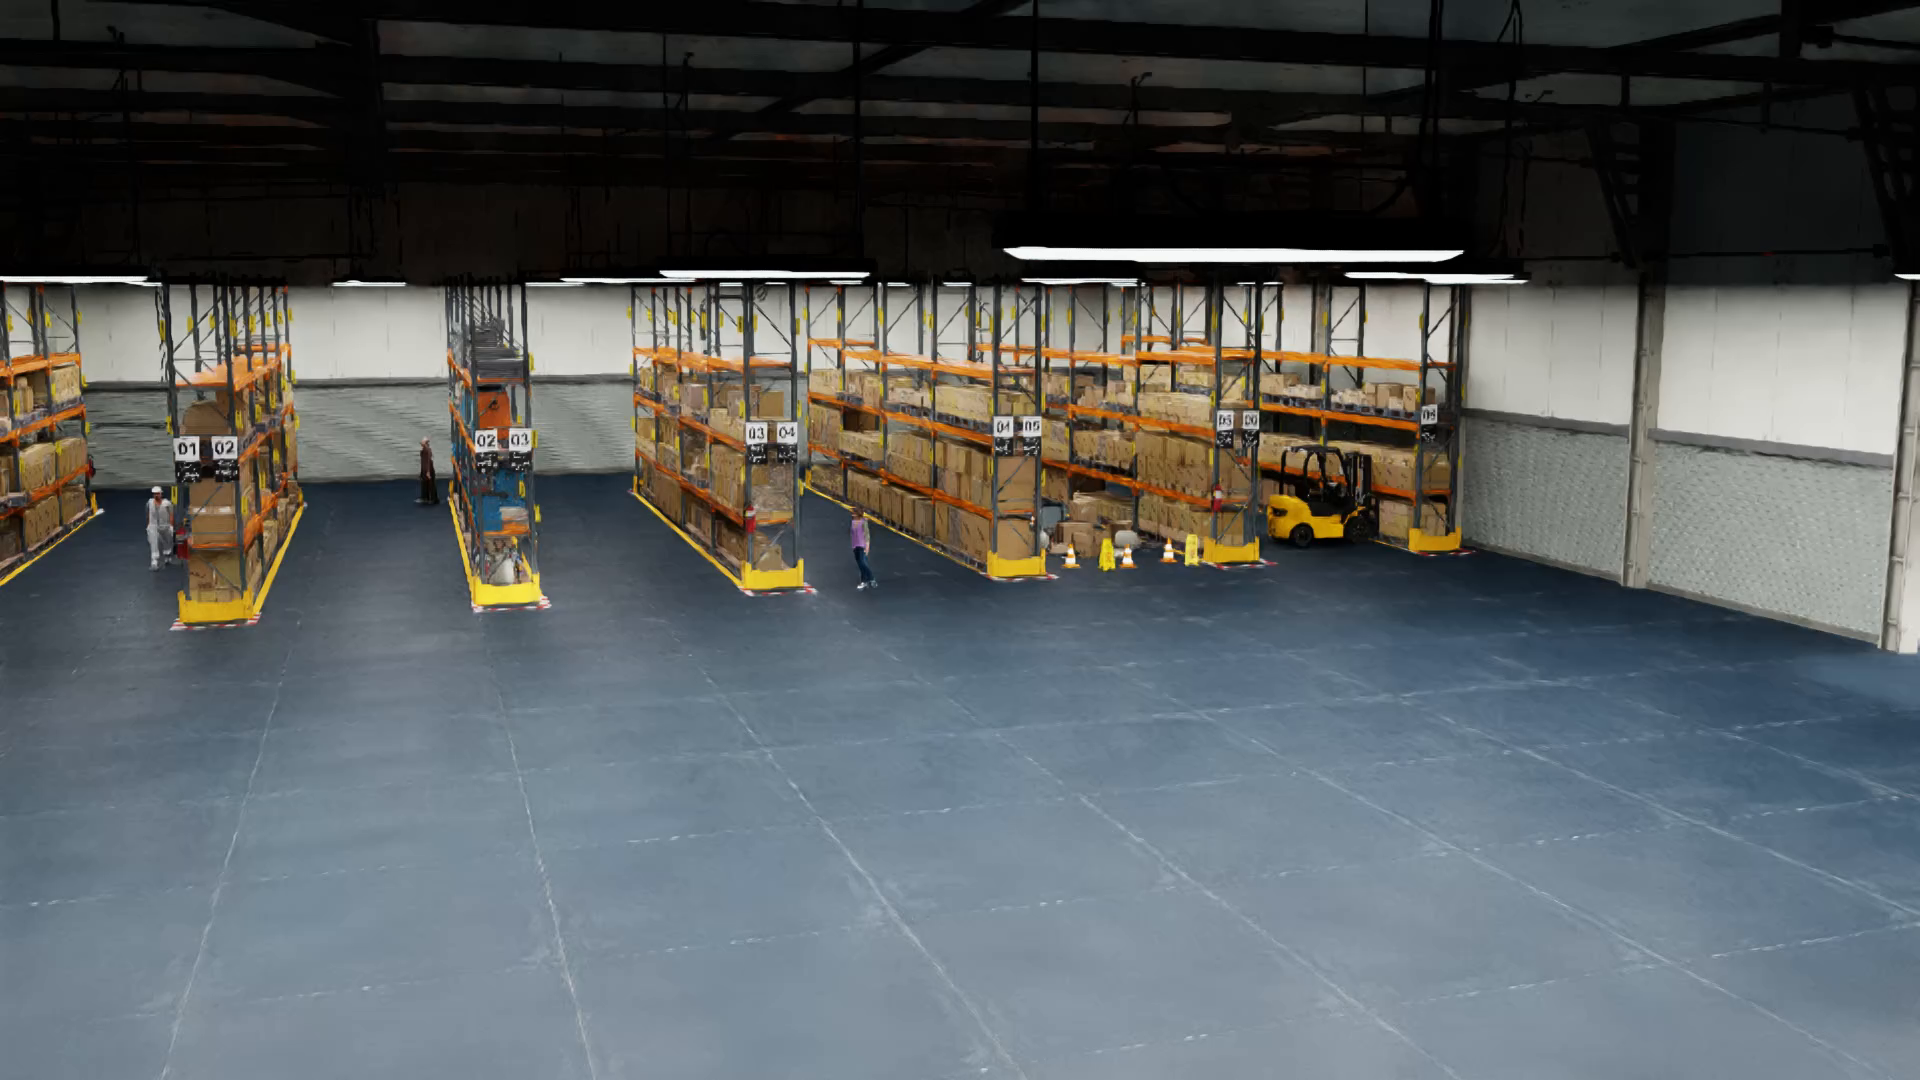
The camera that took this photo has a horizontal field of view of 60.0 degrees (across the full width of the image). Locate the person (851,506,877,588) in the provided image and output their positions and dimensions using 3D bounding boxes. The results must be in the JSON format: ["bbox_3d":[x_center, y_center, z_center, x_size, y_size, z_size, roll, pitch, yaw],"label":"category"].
[{"bbox_3d":[-1.857,0.143,31.828,0.550,1.587,0.397,7,11,38],"label":"person"}]

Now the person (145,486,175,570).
[{"bbox_3d":[-16.453,-0.311,34.214,0.549,1.660,0.967,-3,9,-20],"label":"person"}]

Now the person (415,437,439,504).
[{"bbox_3d":[-14.270,-1.868,44.389,0.582,1.780,0.769,-4,10,-26],"label":"person"}]
